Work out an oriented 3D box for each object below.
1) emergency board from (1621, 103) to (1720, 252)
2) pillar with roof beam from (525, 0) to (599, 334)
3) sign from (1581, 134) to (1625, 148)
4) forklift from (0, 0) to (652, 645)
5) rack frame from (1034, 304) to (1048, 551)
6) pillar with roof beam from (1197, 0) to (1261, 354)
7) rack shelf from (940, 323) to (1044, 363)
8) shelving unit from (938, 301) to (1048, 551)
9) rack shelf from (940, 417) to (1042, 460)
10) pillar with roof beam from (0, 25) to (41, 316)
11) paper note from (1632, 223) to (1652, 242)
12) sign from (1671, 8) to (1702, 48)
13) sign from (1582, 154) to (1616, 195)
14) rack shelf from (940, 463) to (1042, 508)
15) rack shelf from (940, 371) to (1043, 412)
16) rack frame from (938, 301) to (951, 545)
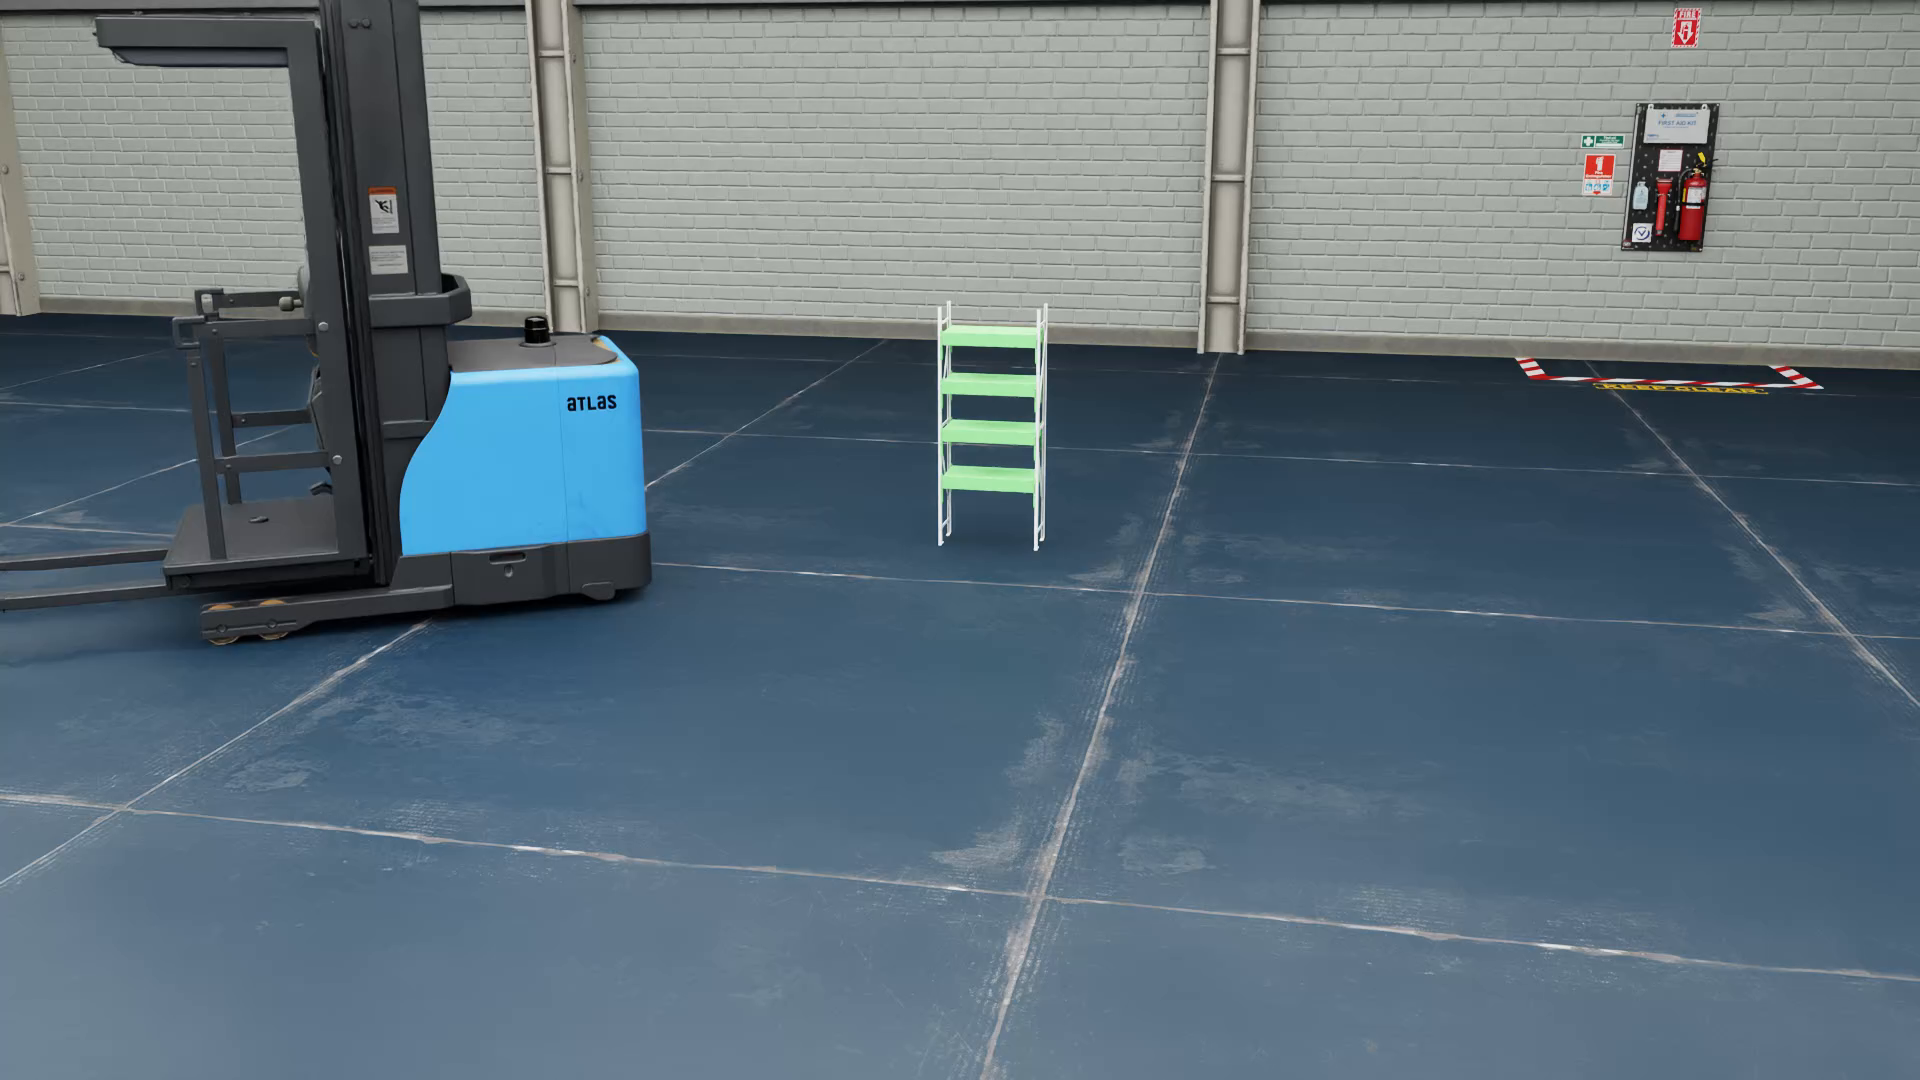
[{"bbox_3d":[5.729,-2.905,13.361,0.643,1.169,0.194,3,16,11],"label":"emergency board"},{"bbox_3d":[-4.474,-5.167,10.289,0.400,9.000,9.100,3,16,11],"label":"pillar with roof beam"},{"bbox_3d":[5.211,-3.232,13.480,0.331,0.109,0.001,3,16,11],"label":"sign"},{"bbox_3d":[-2.971,-1.135,7.100,3.031,2.935,1.130,-5,16,-19],"label":"forklift"},{"bbox_3d":[0.401,-0.556,8.253,0.015,1.200,0.240,3,16,11],"label":"rack frame"},{"bbox_3d":[1.406,-4.848,9.137,0.400,9.000,9.100,3,16,11],"label":"pillar with roof beam"},{"bbox_3d":[0.162,-0.970,8.189,0.480,0.148,0.258,3,16,11],"label":"rack shelf"},{"bbox_3d":[0.162,-0.569,8.300,0.503,1.200,0.258,3,16,11],"label":"shelving unit"},{"bbox_3d":[0.162,-0.508,8.317,0.480,0.148,0.258,3,16,11],"label":"rack shelf"},{"bbox_3d":[-10.353,-5.486,11.441,0.400,9.000,9.100,3,16,11],"label":"pillar with roof beam"},{"bbox_3d":[5.570,-2.508,13.578,0.142,0.148,0.016,3,16,11],"label":"paper note"},{"bbox_3d":[5.741,-4.049,13.148,0.199,0.298,0.001,3,16,11],"label":"sign"},{"bbox_3d":[5.208,-2.979,13.560,0.234,0.329,0.001,3,16,11],"label":"sign"},{"bbox_3d":[0.162,-0.277,8.381,0.480,0.148,0.258,3,16,11],"label":"rack shelf"},{"bbox_3d":[0.162,-0.739,8.253,0.480,0.148,0.258,3,16,11],"label":"rack shelf"},{"bbox_3d":[-0.077,-0.582,8.347,0.015,1.200,0.240,3,16,11],"label":"rack frame"}]
